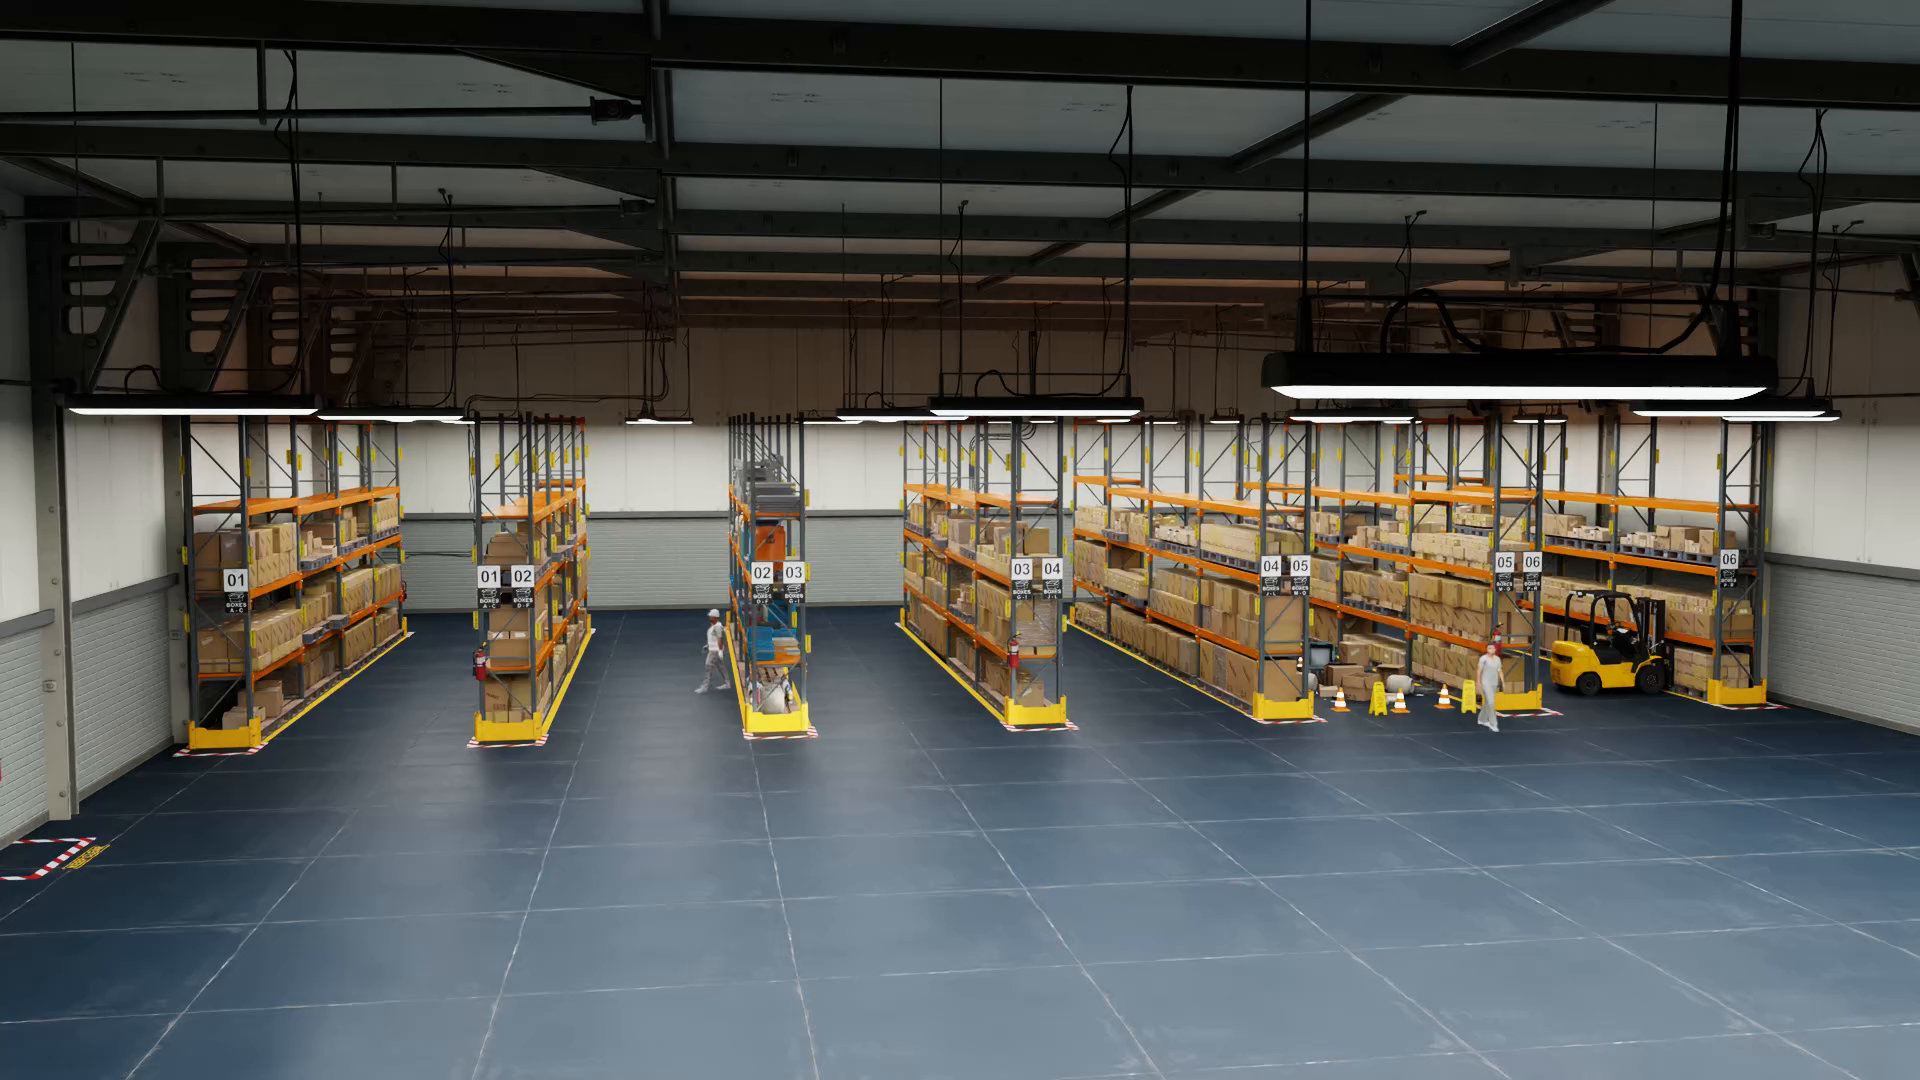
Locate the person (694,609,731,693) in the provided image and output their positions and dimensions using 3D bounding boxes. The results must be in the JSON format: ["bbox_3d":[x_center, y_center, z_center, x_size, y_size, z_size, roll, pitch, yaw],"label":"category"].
[{"bbox_3d":[-5.357,2.385,35.950,0.773,1.770,0.606,0,4,-7],"label":"person"}]

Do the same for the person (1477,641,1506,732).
[{"bbox_3d":[10.042,2.778,31.493,0.470,1.730,0.688,-2,4,-24],"label":"person"}]

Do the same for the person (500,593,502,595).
[{"bbox_3d":[-12.201,1.932,44.242,0.404,1.536,0.994,-1,4,-10],"label":"person"}]
